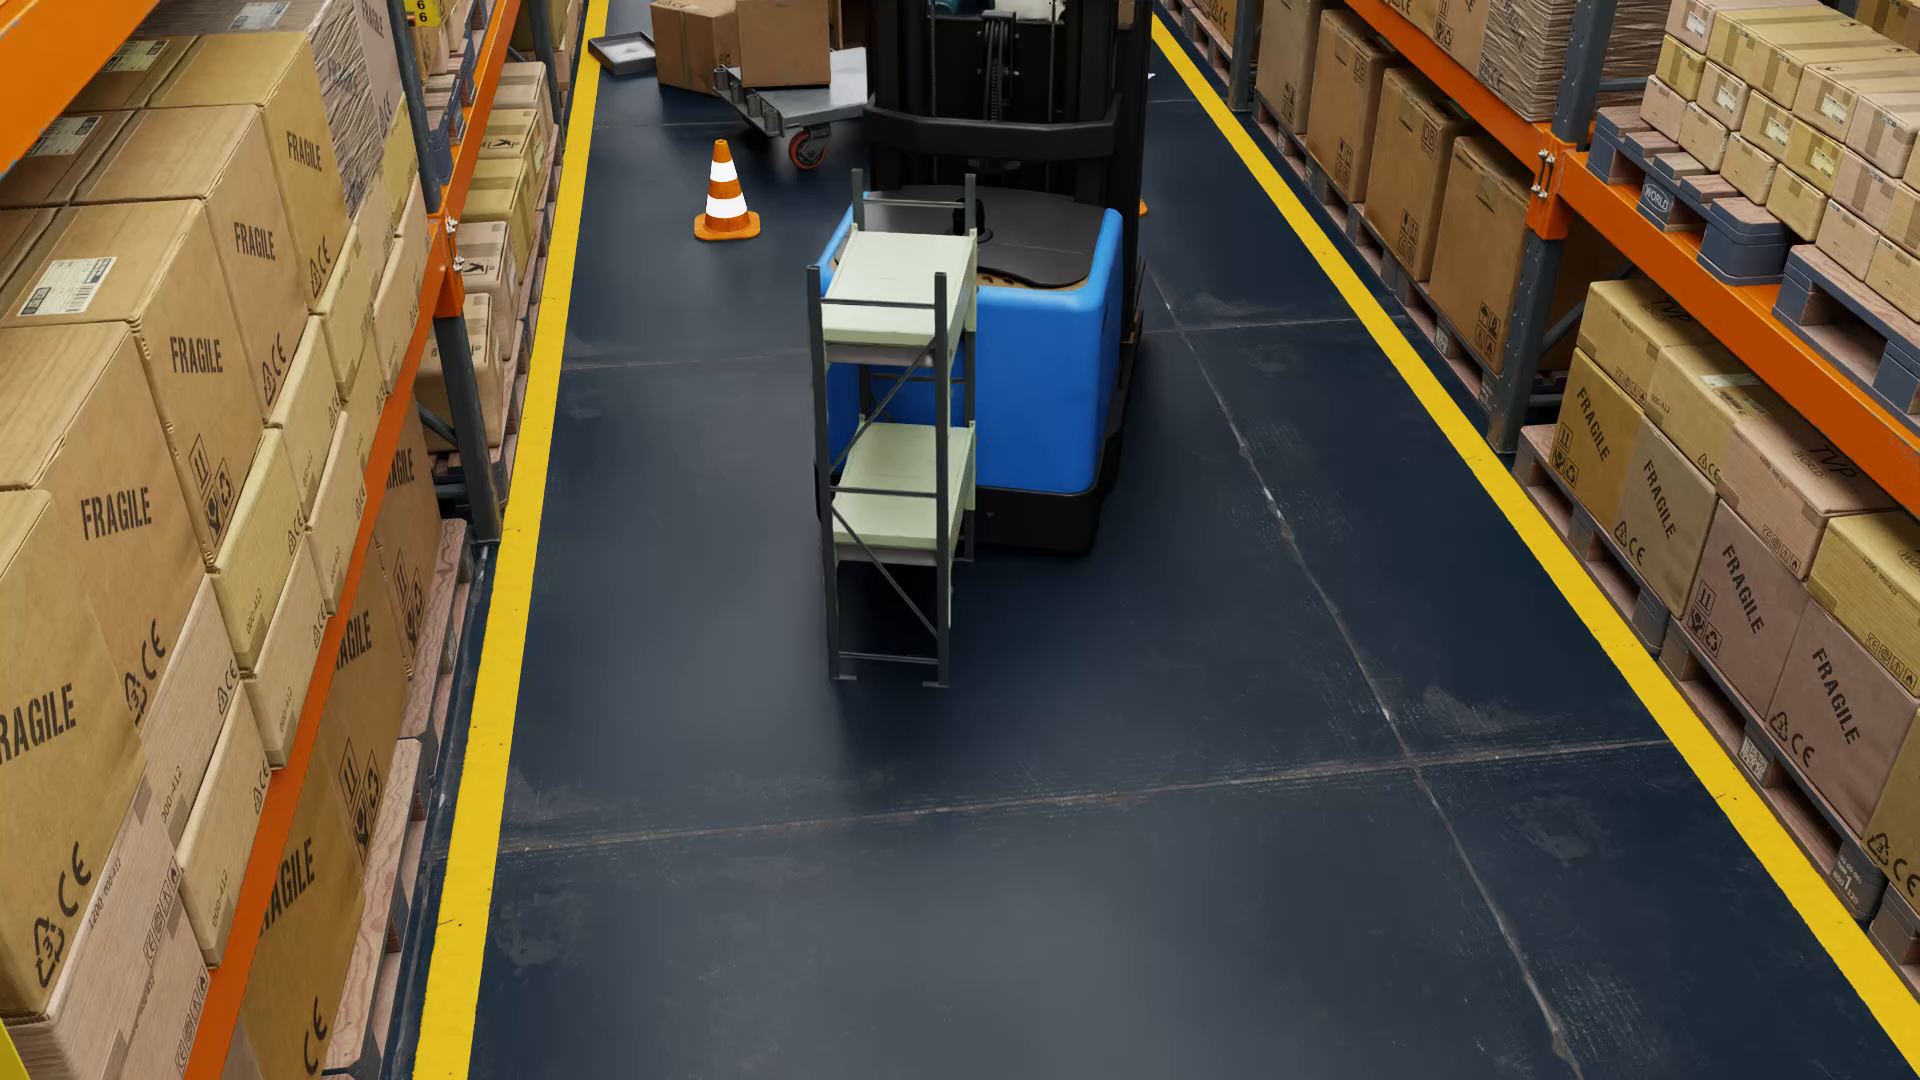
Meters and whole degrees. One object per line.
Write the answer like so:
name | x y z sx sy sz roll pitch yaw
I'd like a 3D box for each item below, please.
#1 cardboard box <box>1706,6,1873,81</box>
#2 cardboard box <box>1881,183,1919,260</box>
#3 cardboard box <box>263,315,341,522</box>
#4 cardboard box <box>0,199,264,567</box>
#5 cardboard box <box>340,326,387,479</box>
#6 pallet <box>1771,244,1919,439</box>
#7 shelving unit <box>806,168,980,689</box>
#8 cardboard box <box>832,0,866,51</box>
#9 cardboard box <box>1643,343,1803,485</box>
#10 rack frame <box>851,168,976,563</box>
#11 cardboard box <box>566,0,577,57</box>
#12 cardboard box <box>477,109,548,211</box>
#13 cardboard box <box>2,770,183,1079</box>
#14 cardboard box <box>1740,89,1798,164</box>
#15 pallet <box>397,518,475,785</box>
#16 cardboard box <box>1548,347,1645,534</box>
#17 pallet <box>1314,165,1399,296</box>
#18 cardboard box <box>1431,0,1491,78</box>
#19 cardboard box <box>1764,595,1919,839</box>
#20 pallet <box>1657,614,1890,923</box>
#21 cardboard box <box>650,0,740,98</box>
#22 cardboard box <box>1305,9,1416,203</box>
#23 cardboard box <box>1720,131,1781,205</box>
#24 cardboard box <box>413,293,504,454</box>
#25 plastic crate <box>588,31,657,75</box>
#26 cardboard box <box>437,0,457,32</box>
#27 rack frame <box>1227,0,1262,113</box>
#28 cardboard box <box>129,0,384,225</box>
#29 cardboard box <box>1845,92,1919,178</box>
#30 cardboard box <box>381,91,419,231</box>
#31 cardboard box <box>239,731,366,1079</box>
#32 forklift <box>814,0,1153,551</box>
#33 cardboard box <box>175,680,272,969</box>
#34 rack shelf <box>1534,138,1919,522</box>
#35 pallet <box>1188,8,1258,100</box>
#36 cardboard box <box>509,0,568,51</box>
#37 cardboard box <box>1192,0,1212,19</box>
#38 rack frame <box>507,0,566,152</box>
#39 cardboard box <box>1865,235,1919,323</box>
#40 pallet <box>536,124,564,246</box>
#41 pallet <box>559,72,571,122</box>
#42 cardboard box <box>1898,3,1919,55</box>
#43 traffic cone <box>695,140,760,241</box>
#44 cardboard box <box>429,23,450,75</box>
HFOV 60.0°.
cardboard box | 2.576 -1.545 5.175 0.380 0.149 0.250 -5 35 -8
cardboard box | 2.708 -0.841 4.406 0.380 0.149 0.250 -5 35 -7
cardboard box | -1.675 -0.254 3.648 0.500 0.250 0.500 -5 35 -8
cardboard box | -1.621 -0.272 3.009 0.500 0.500 0.500 -5 35 -8
cardboard box | -1.763 -0.330 4.203 0.500 0.250 0.500 -5 35 -7
pallet | 2.974 -0.471 4.447 1.003 0.211 1.213 -4 35 -6
shelving unit | -0.192 -0.349 5.430 0.431 1.500 0.755 4 34 6
cardboard box | -0.421 -3.399 10.671 0.797 0.637 0.503 -4 35 -6
cardboard box | 2.588 -0.416 5.378 0.500 0.250 0.500 -5 35 -7
rack frame | -0.148 -0.553 5.730 0.400 1.500 0.023 4 34 6
cardboard box | -2.657 -3.136 10.257 0.500 0.250 0.500 -3 34 -4
cardboard box | -2.589 -1.847 8.257 0.950 0.372 0.625 -2 34 -3
cardboard box | -1.466 0.600 2.395 0.500 0.250 0.500 -5 35 -8
cardboard box | 2.611 -1.259 5.020 0.380 0.149 0.250 -5 35 -8
pallet | -2.193 0.378 5.508 1.003 0.211 1.213 -4 35 -6
cardboard box | 2.510 -0.378 5.988 0.500 0.500 0.500 -6 35 -8
pallet | 2.475 -1.624 8.446 1.003 0.211 1.213 -4 35 -6
cardboard box | 2.275 -2.202 6.729 0.500 0.500 0.500 -4 35 -6
cardboard box | 2.723 0.473 4.739 0.500 0.500 0.500 -5 35 -7
pallet | 2.932 0.616 5.158 1.003 0.211 1.213 -4 35 -6
cardboard box | -1.558 -3.121 10.384 0.500 0.500 0.500 20 39 26
cardboard box | 2.428 -2.249 8.512 1.050 0.750 0.750 -4 35 -6
cardboard box | 2.600 -1.156 5.133 0.380 0.149 0.250 -3 34 -4
cardboard box | -2.290 -0.624 6.462 0.950 0.372 0.625 -7 35 -10
plastic crate | -2.161 -3.184 10.851 0.402 0.080 0.583 -16 38 -23
cardboard box | -2.132 -2.117 5.967 0.500 0.500 0.500 -3 34 -4
rack frame | 2.129 -3.884 9.285 1.000 3.000 0.127 -4 35 -6
cardboard box | -1.818 -1.120 4.254 0.500 0.500 0.500 -4 34 -6
cardboard box | 2.678 -1.109 4.535 0.380 0.149 0.250 -3 34 -4
cardboard box | -1.907 -1.114 4.910 0.500 0.250 0.500 -4 35 -7
cardboard box | -1.978 0.873 3.819 0.875 0.875 0.875 -3 34 -5
forklift | 0.223 -1.993 6.571 1.130 2.935 3.031 6 35 8
cardboard box | -1.555 0.520 2.957 0.500 0.250 0.500 -5 35 -8
rack shelf | 2.936 -0.238 4.575 1.077 0.370 4.000 -4 35 -6
pallet | 2.105 -3.162 10.702 1.003 0.211 1.213 -4 35 -6
cardboard box | -2.574 -3.149 9.610 0.500 0.500 0.500 -3 34 -4
cardboard box | 1.989 -4.038 11.026 0.875 0.875 0.875 -4 34 -6
rack frame | -2.762 -3.452 8.652 1.000 3.000 0.127 -4 35 -6
cardboard box | 2.708 -0.717 4.488 0.380 0.149 0.250 -4 34 -6
pallet | -2.656 -1.866 8.800 1.003 0.211 1.213 -4 35 -6
pallet | -2.887 -2.672 9.984 1.003 0.211 1.213 -4 35 -6
cardboard box | 3.219 -1.588 5.238 0.380 0.149 0.250 -5 35 -7
traffic cone | -1.208 -1.818 8.507 0.336 0.463 0.334 -4 35 -6
cardboard box | -2.079 -1.802 6.081 0.380 0.149 0.250 -7 35 -9
